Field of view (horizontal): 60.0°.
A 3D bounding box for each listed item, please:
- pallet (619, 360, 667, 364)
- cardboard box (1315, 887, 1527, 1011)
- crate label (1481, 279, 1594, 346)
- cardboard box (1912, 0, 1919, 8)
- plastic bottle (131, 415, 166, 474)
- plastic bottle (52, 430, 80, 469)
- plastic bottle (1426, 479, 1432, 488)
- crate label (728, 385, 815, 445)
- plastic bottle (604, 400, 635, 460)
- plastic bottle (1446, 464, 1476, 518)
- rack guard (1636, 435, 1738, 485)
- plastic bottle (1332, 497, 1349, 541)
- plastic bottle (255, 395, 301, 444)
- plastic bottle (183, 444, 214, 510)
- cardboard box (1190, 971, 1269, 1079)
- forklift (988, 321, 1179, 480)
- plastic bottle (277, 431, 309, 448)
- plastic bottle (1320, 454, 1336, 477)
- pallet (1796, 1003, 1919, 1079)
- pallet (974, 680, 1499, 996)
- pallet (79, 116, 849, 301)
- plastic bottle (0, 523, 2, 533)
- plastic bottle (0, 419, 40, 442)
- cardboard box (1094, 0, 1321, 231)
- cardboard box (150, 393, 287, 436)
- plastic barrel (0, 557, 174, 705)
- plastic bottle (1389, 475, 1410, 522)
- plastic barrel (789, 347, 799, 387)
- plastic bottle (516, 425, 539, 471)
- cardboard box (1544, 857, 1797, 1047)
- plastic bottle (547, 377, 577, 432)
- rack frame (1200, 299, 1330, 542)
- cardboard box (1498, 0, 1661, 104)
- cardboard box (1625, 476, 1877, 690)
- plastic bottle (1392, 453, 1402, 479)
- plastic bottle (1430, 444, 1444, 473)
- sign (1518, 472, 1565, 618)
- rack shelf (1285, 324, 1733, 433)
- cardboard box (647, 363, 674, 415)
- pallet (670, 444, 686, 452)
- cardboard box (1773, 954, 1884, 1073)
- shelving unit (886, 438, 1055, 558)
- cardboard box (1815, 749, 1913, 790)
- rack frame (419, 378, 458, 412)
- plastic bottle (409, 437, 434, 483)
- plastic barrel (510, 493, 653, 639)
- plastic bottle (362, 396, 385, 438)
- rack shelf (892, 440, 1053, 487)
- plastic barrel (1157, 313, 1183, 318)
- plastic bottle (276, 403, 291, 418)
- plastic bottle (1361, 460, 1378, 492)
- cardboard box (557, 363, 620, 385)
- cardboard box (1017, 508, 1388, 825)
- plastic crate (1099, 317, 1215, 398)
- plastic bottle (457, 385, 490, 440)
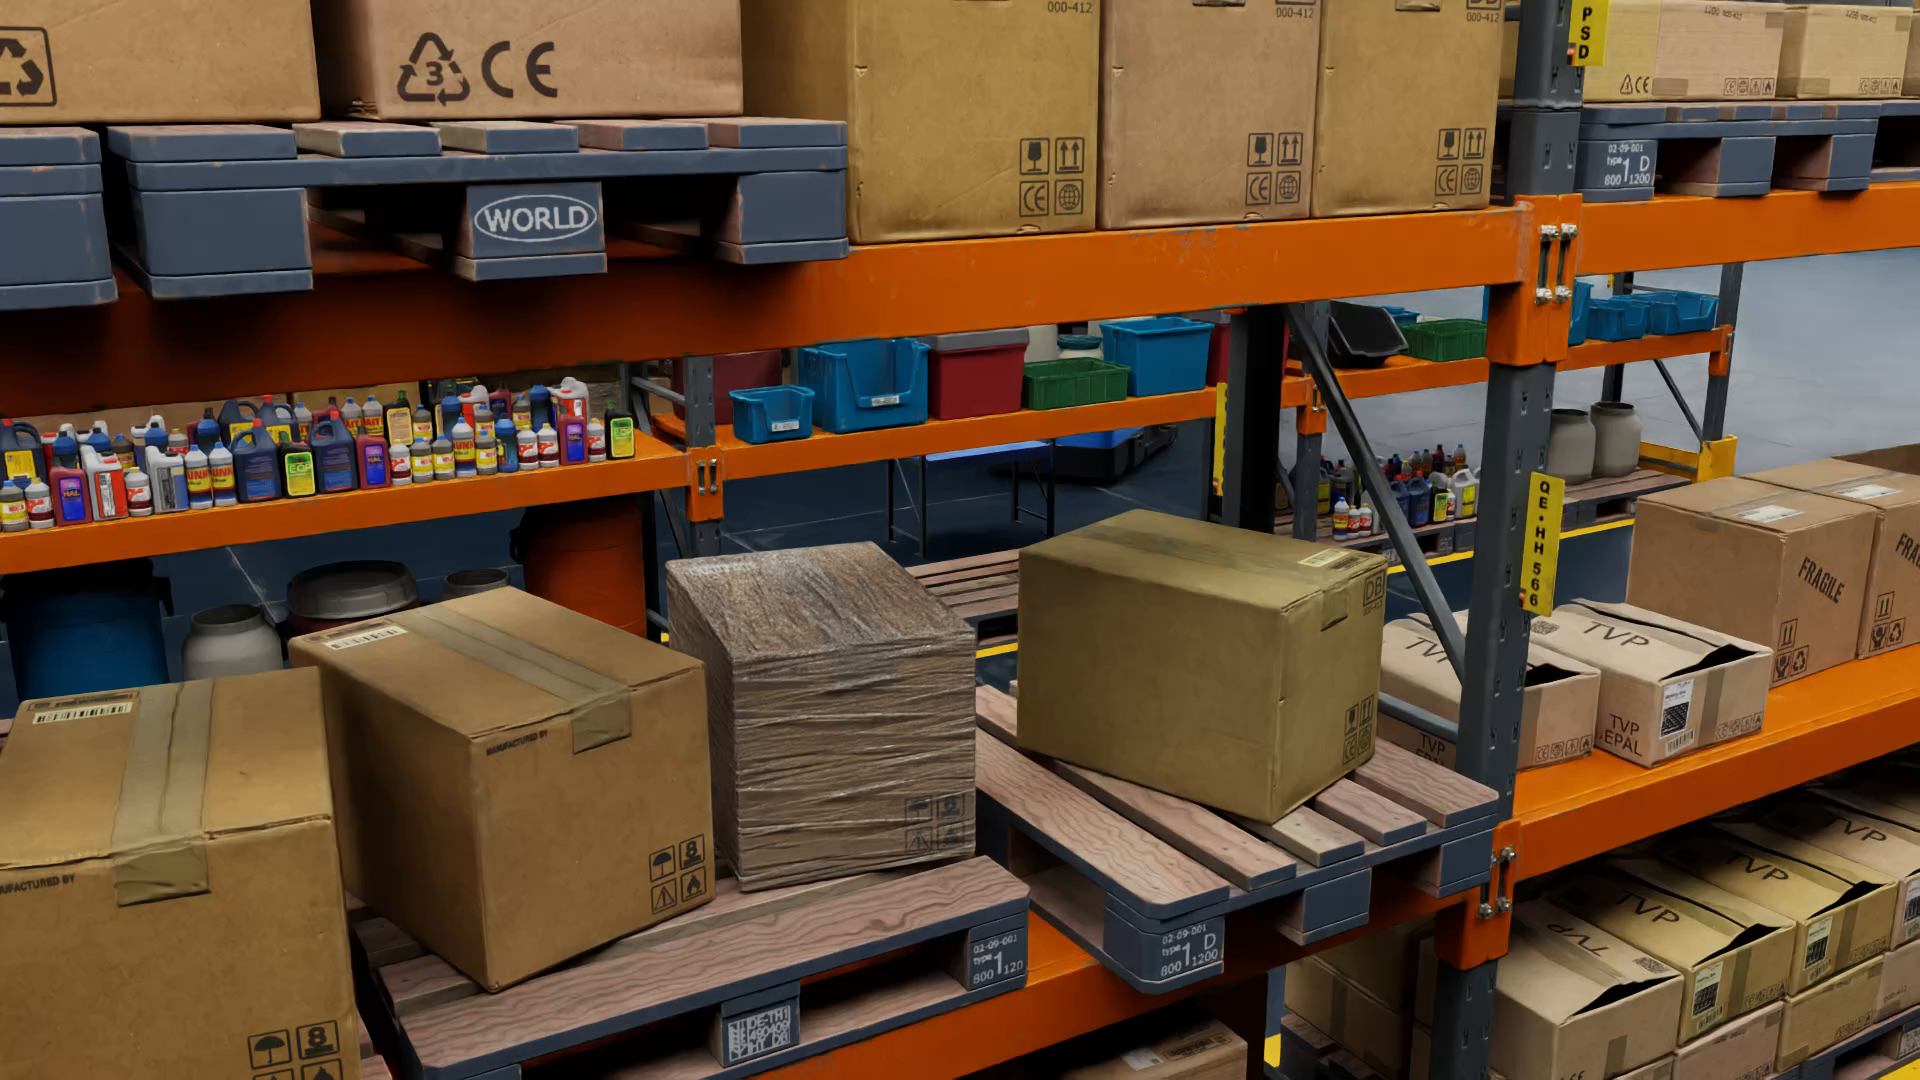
[{"bbox_3d":[-3.716,-2.137,18.642,1.213,0.211,1.003,-9,18,-30],"label":"pallet"},{"bbox_3d":[1.366,1.128,5.107,0.500,0.311,0.500,-9,18,-28],"label":"cardboard box"},{"bbox_3d":[3.915,-1.551,11.322,0.616,0.435,0.502,-9,18,-30],"label":"crate label"},{"bbox_3d":[3.447,-1.925,5.271,0.500,0.500,0.500,-7,17,-24],"label":"cardboard box"},{"bbox_3d":[-3.702,-0.426,7.604,0.135,0.276,0.152,-9,18,-30],"label":"plastic bottle"},{"bbox_3d":[-3.936,-0.347,7.329,0.097,0.271,0.097,0,16,0],"label":"plastic bottle"},{"bbox_3d":[3.099,-0.266,11.043,0.097,0.271,0.097,0,16,0],"label":"plastic bottle"},{"bbox_3d":[-0.950,-0.632,8.417,0.416,0.233,0.303,-9,18,-30],"label":"crate label"},{"bbox_3d":[-1.631,-0.530,7.958,0.133,0.283,0.061,-9,18,-30],"label":"plastic bottle"},{"bbox_3d":[3.357,-0.335,11.139,0.185,0.351,0.144,-9,18,-30],"label":"plastic bottle"},{"bbox_3d":[5.313,-0.628,12.723,0.348,0.500,1.175,-9,18,-30],"label":"rack guard"},{"bbox_3d":[2.424,-0.138,10.584,0.097,0.271,0.097,0,16,0],"label":"plastic bottle"},{"bbox_3d":[-3.175,-0.501,7.732,0.185,0.351,0.144,-9,18,-30],"label":"plastic bottle"},{"bbox_3d":[-3.234,-0.270,7.053,0.097,0.271,0.097,0,16,0],"label":"plastic bottle"},{"bbox_3d":[0.506,1.395,4.693,0.500,0.500,0.500,-8,18,-27],"label":"cardboard box"},{"bbox_3d":[1.250,-2.233,13.946,1.130,2.935,3.031,6,17,21],"label":"forklift"},{"bbox_3d":[-2.915,-0.341,7.284,0.133,0.283,0.061,-9,18,-30],"label":"plastic bottle"},{"bbox_3d":[2.493,-0.416,11.429,0.185,0.351,0.144,-10,19,-32],"label":"plastic bottle"},{"bbox_3d":[2.814,1.475,5.758,1.213,0.211,1.003,-9,18,-30],"label":"pallet"},{"bbox_3d":[0.499,0.609,4.037,1.003,0.211,1.213,-9,18,-30],"label":"pallet"},{"bbox_3d":[-0.902,-0.611,2.824,1.003,0.211,1.213,-9,18,-30],"label":"pallet"},{"bbox_3d":[-3.913,-0.160,6.660,0.097,0.271,0.097,0,16,0],"label":"plastic bottle"},{"bbox_3d":[-4.155,-0.390,7.336,0.185,0.351,0.144,-9,18,-30],"label":"plastic bottle"},{"bbox_3d":[0.250,-0.947,3.489,0.500,0.500,0.910,-9,18,-30],"label":"cardboard box"},{"bbox_3d":[-5.425,-0.853,12.053,0.875,0.875,1.225,-9,18,-30],"label":"cardboard box"},{"bbox_3d":[-3.851,0.453,7.345,0.708,0.901,0.600,-9,18,-30],"label":"plastic barrel"},{"bbox_3d":[2.830,-0.249,10.835,0.185,0.351,0.144,-9,18,-28],"label":"plastic bottle"},{"bbox_3d":[-0.732,-0.987,9.166,0.421,0.512,0.421,0,16,0],"label":"plastic barrel"},{"bbox_3d":[-2.021,-0.433,7.764,0.097,0.201,0.097,0,16,0],"label":"plastic bottle"},{"bbox_3d":[2.090,1.178,4.928,0.500,0.311,0.500,-10,18,-31],"label":"cardboard box"},{"bbox_3d":[-2.041,-0.696,8.564,0.135,0.276,0.152,-9,18,-30],"label":"plastic bottle"},{"bbox_3d":[1.925,-1.297,10.479,0.127,3.000,1.000,-9,18,-30],"label":"rack frame"},{"bbox_3d":[1.404,-1.245,4.235,0.500,0.250,0.500,-11,19,-34],"label":"cardboard box"},{"bbox_3d":[2.474,0.121,5.237,0.500,0.500,0.500,-10,19,-33],"label":"cardboard box"},{"bbox_3d":[3.086,-0.481,11.809,0.097,0.271,0.097,0,16,0],"label":"plastic bottle"},{"bbox_3d":[3.435,-0.550,12.030,0.133,0.283,0.061,-9,18,-29],"label":"plastic bottle"},{"bbox_3d":[1.331,0.011,3.816,0.005,0.325,0.100,-9,18,-30],"label":"sign"},{"bbox_3d":[3.639,-1.228,11.568,4.000,0.370,1.077,-9,18,-30],"label":"rack shelf"},{"bbox_3d":[-2.539,-1.153,13.782,0.500,0.500,0.700,-8,17,-25],"label":"cardboard box"},{"bbox_3d":[-2.340,-0.821,13.947,1.213,0.211,1.003,-9,18,-30],"label":"pallet"},{"bbox_3d":[2.517,1.379,5.249,0.500,0.250,0.500,-10,18,-31],"label":"cardboard box"},{"bbox_3d":[0.073,-0.734,11.250,1.048,1.500,0.538,-9,18,-30],"label":"shelving unit"},{"bbox_3d":[3.115,0.842,6.126,0.500,0.311,0.500,-10,18,-32],"label":"cardboard box"},{"bbox_3d":[-4.055,-1.887,12.583,0.127,3.000,1.000,-9,18,-30],"label":"rack frame"},{"bbox_3d":[-2.438,-0.365,7.523,0.097,0.201,0.097,0,16,0],"label":"plastic bottle"},{"bbox_3d":[-1.915,0.174,8.475,0.708,0.830,0.600,-9,18,-30],"label":"plastic barrel"},{"bbox_3d":[-2.864,-0.569,8.120,0.097,0.271,0.097,0,16,0],"label":"plastic bottle"},{"bbox_3d":[0.073,-0.561,11.298,1.000,0.185,0.538,-9,18,-30],"label":"rack shelf"},{"bbox_3d":[1.438,-1.555,10.469,0.708,0.901,0.600,-9,18,-30],"label":"plastic barrel"},{"bbox_3d":[-3.230,-0.503,7.876,0.135,0.276,0.152,-9,18,-30],"label":"plastic bottle"},{"bbox_3d":[2.845,-0.408,11.527,0.133,0.283,0.061,-9,18,-30],"label":"plastic bottle"},{"bbox_3d":[-3.046,-1.432,13.388,0.500,0.250,0.500,-7,17,-23],"label":"cardboard box"},{"bbox_3d":[0.562,0.269,3.929,0.700,0.500,0.500,13,20,38],"label":"cardboard box"},{"bbox_3d":[1.139,-1.064,9.677,0.575,0.384,0.392,-9,18,-30],"label":"plastic crate"},{"bbox_3d":[-2.438,-0.631,8.335,0.135,0.276,0.152,-9,18,-30],"label":"plastic bottle"}]
